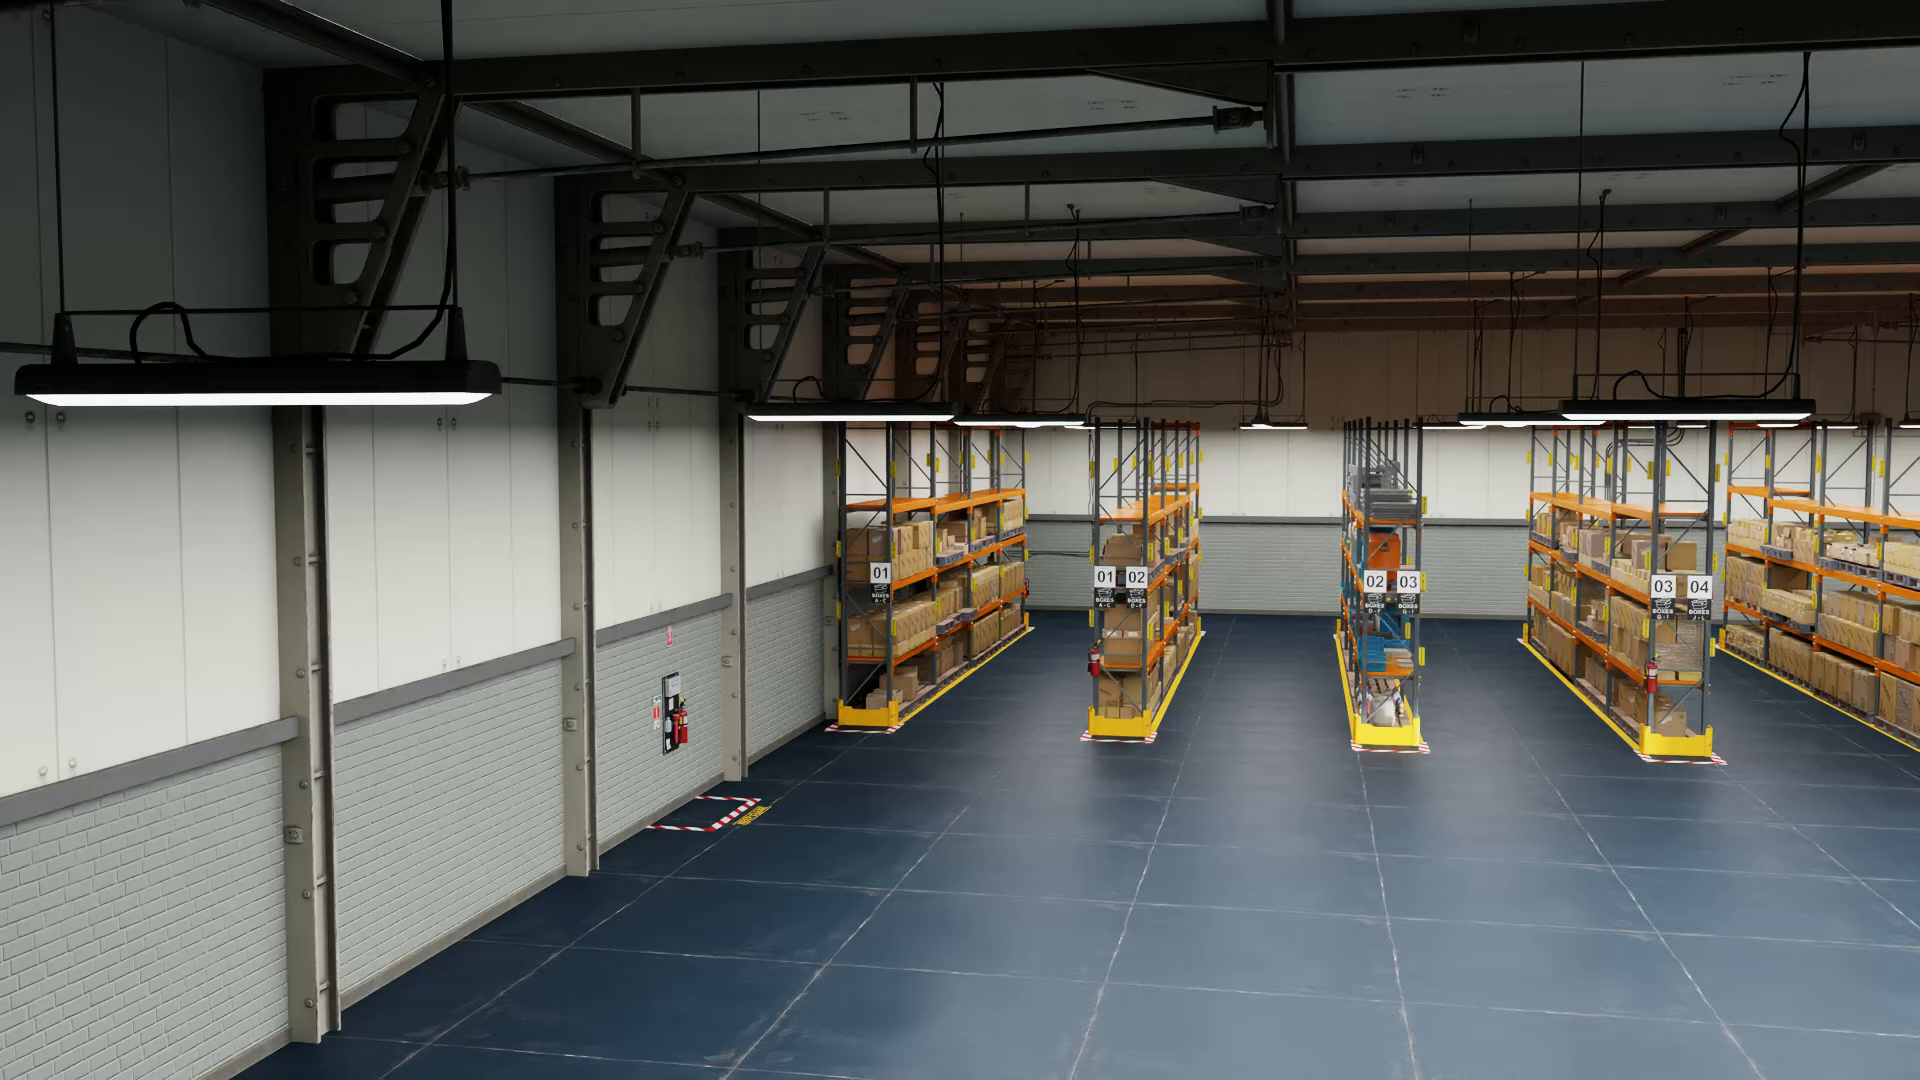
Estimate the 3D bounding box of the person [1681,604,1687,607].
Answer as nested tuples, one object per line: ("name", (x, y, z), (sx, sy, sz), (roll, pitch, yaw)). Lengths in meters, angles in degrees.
("person", (19.347, 1.948, 44.801), (0.555, 1.709, 0.612), (-3, 5, -37))
